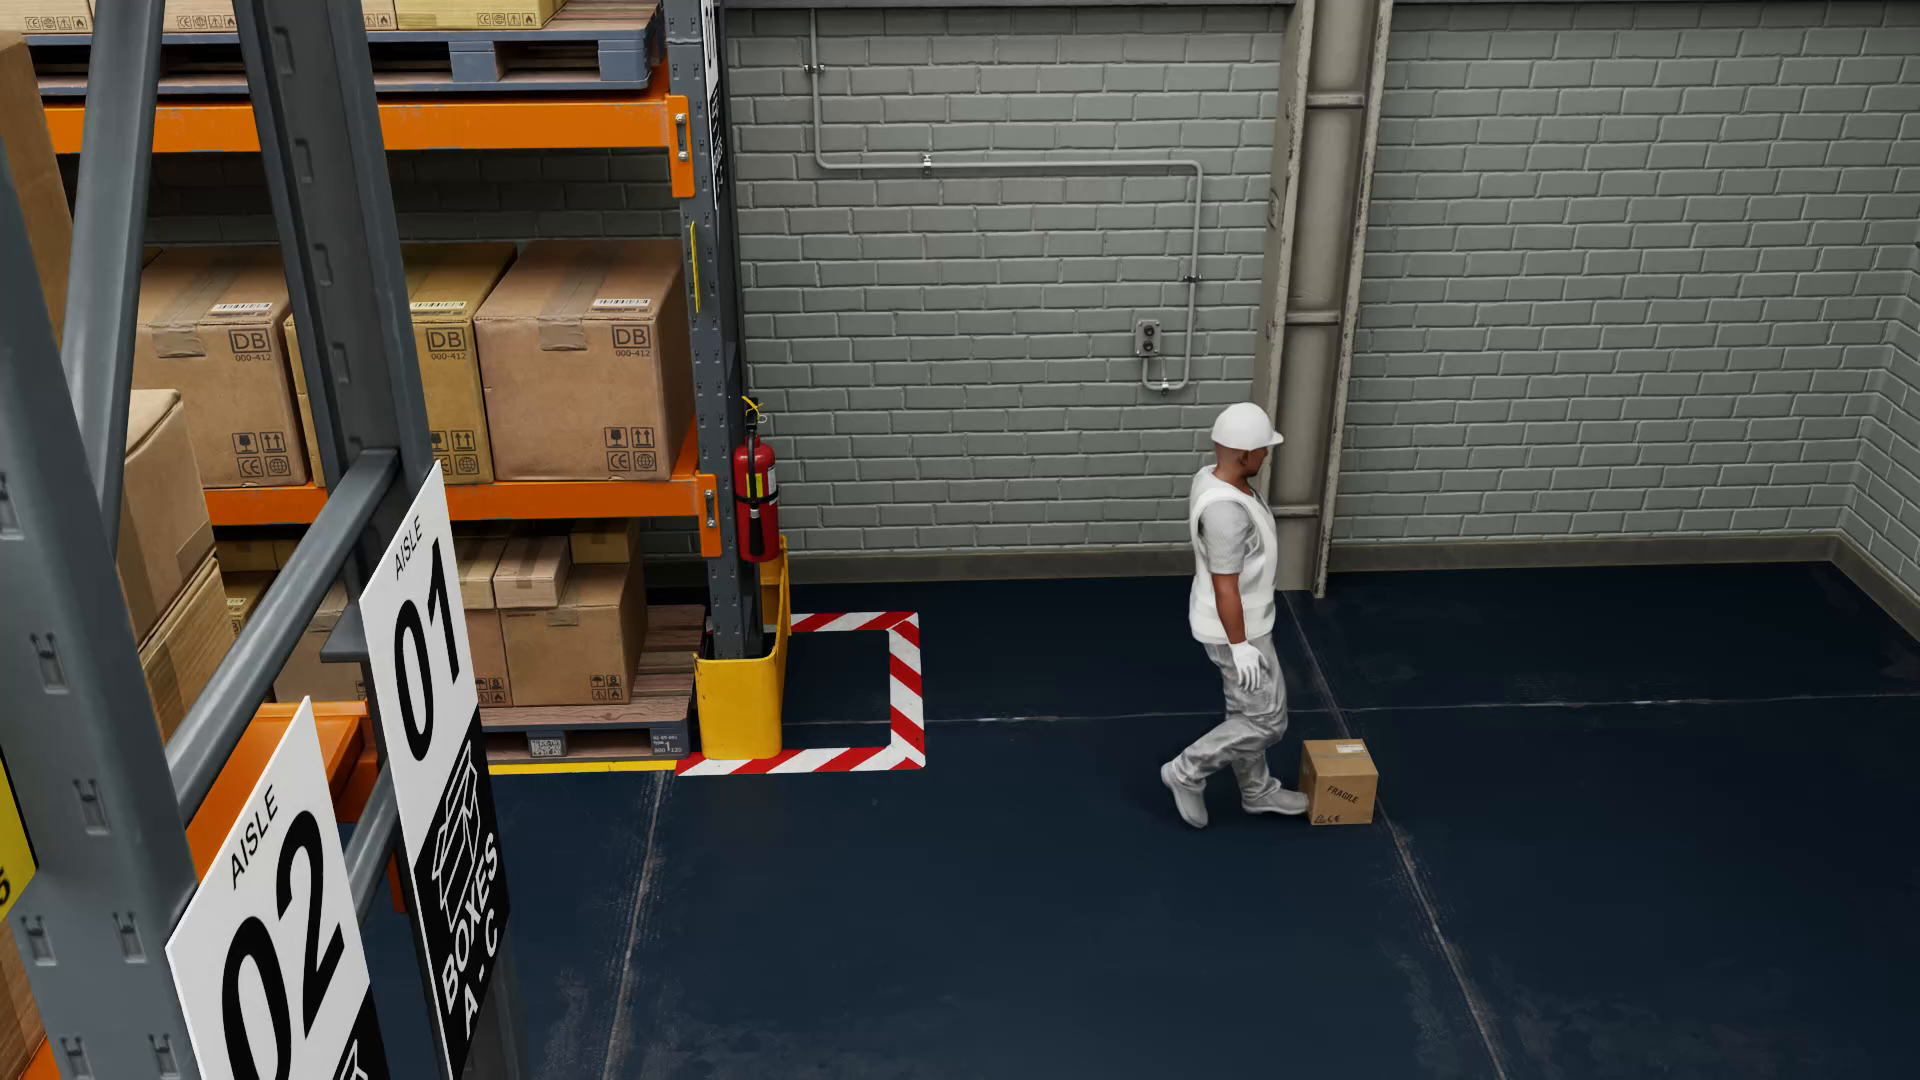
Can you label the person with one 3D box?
[{"bbox_3d":[1.141,0.328,6.452,0.651,1.770,0.625,3,27,5],"label":"person"}]
